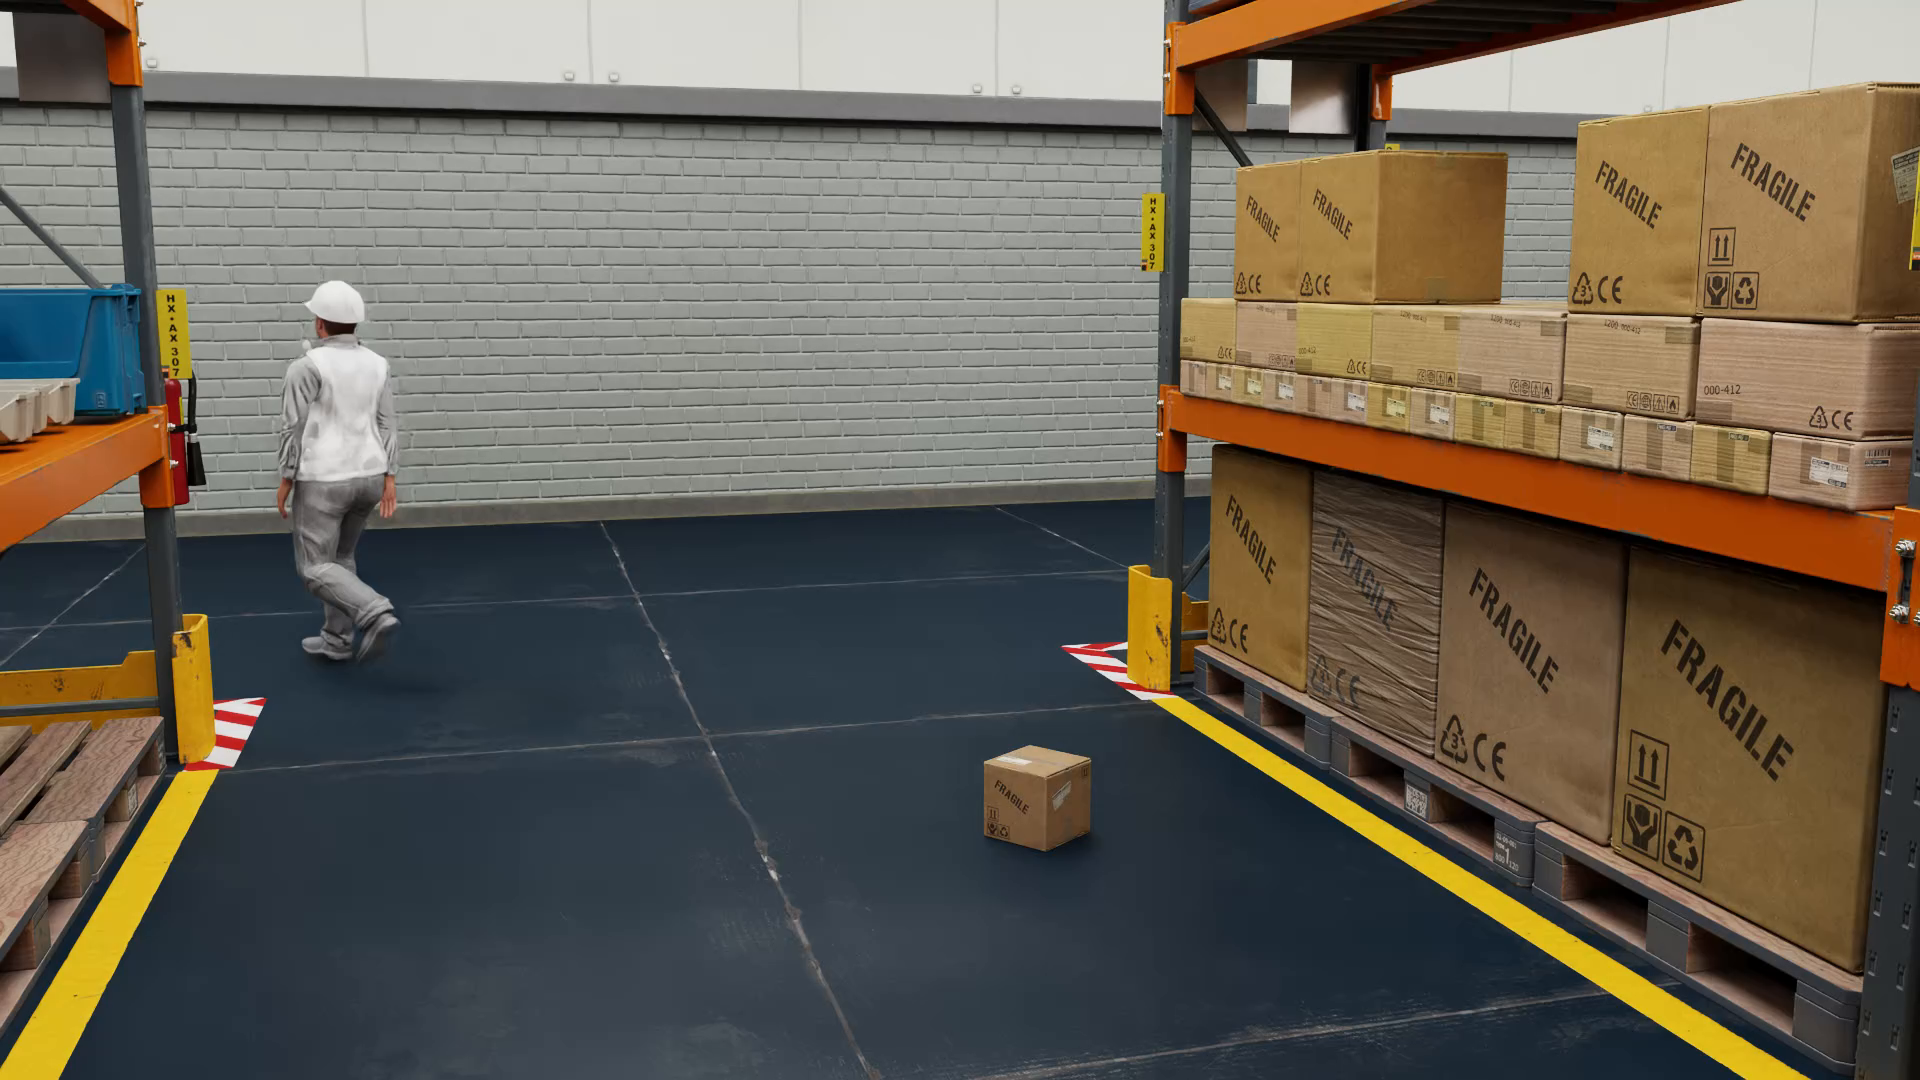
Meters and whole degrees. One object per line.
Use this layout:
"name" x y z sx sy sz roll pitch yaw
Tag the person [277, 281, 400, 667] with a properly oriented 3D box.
"person" -2.783 -0.285 7.494 0.840 1.747 0.529 5 11 30
